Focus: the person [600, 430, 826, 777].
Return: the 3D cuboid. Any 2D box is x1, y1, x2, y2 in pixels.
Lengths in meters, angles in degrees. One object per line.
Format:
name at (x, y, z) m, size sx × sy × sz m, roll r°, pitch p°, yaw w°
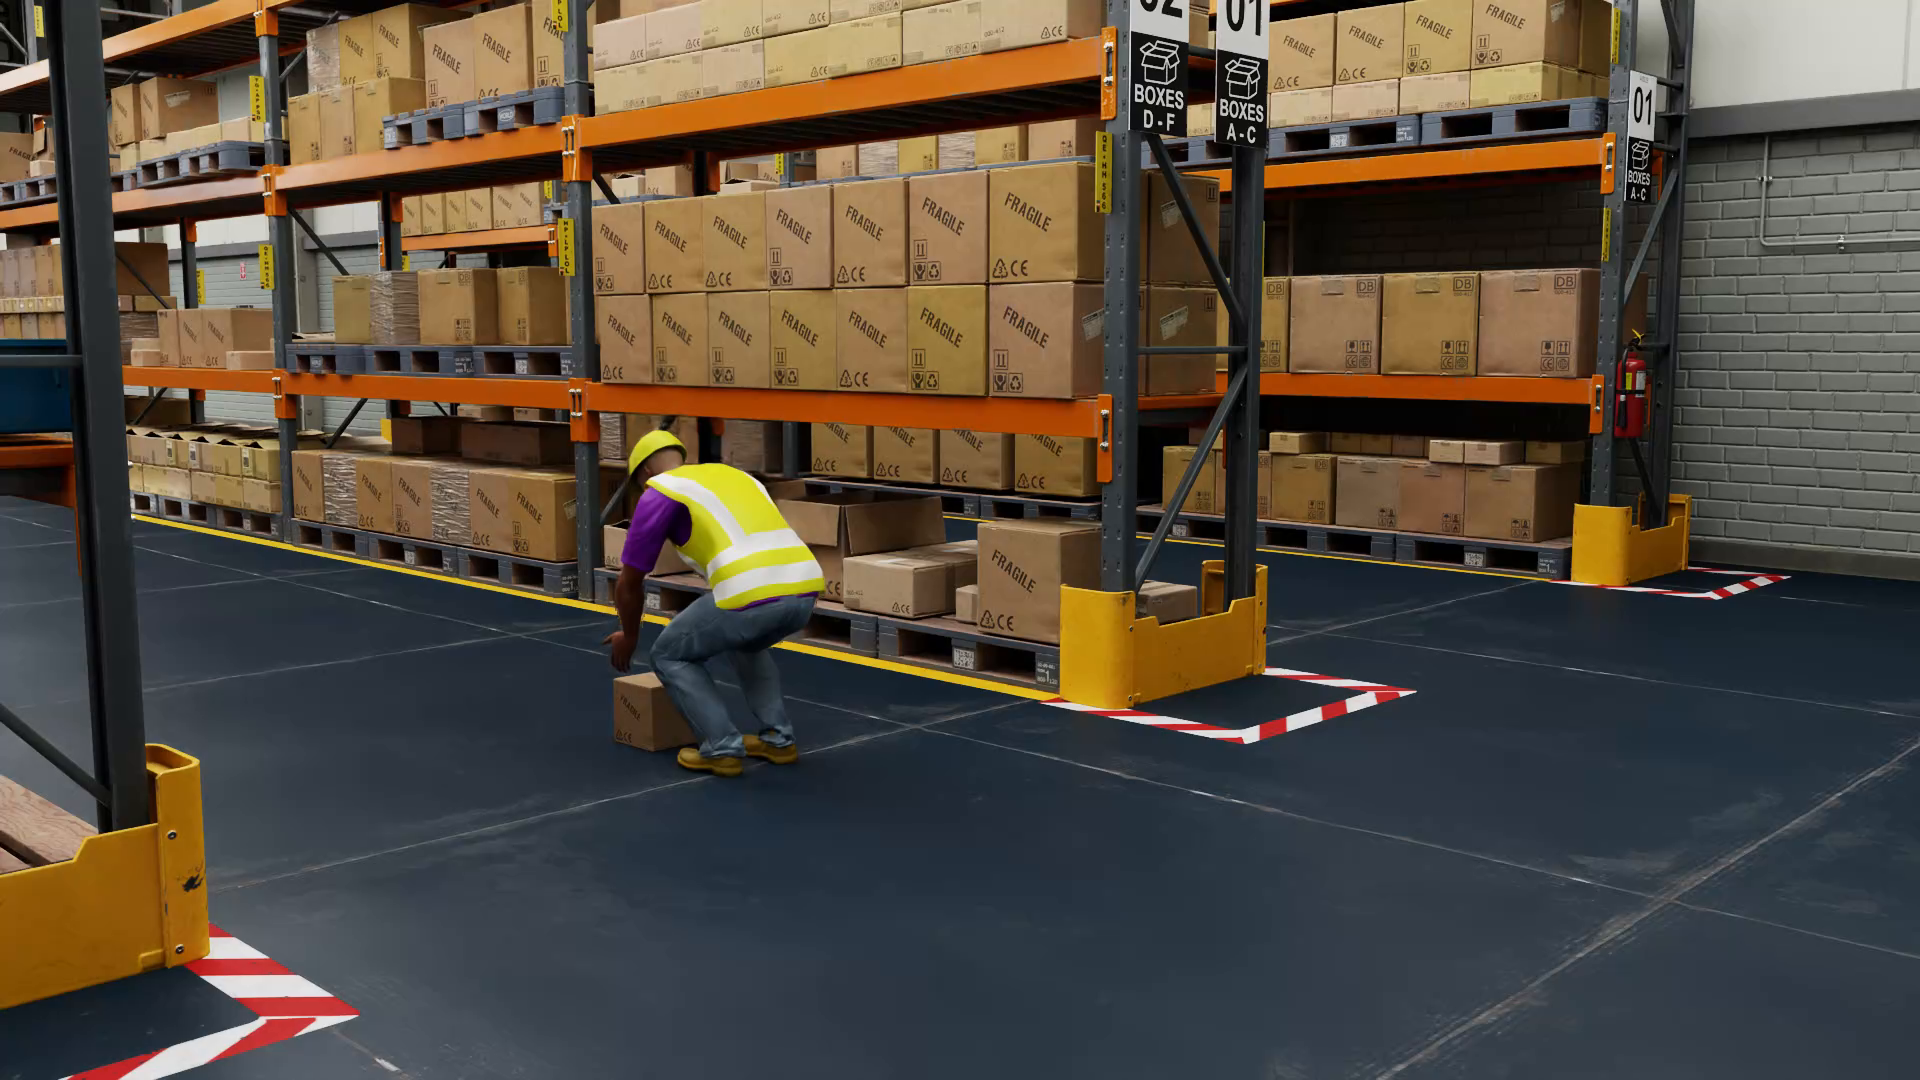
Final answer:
person at (-0.911, 0.218, 6.113) m, size 0.838 × 1.224 × 0.622 m, roll 7°, pitch 10°, yaw 43°
